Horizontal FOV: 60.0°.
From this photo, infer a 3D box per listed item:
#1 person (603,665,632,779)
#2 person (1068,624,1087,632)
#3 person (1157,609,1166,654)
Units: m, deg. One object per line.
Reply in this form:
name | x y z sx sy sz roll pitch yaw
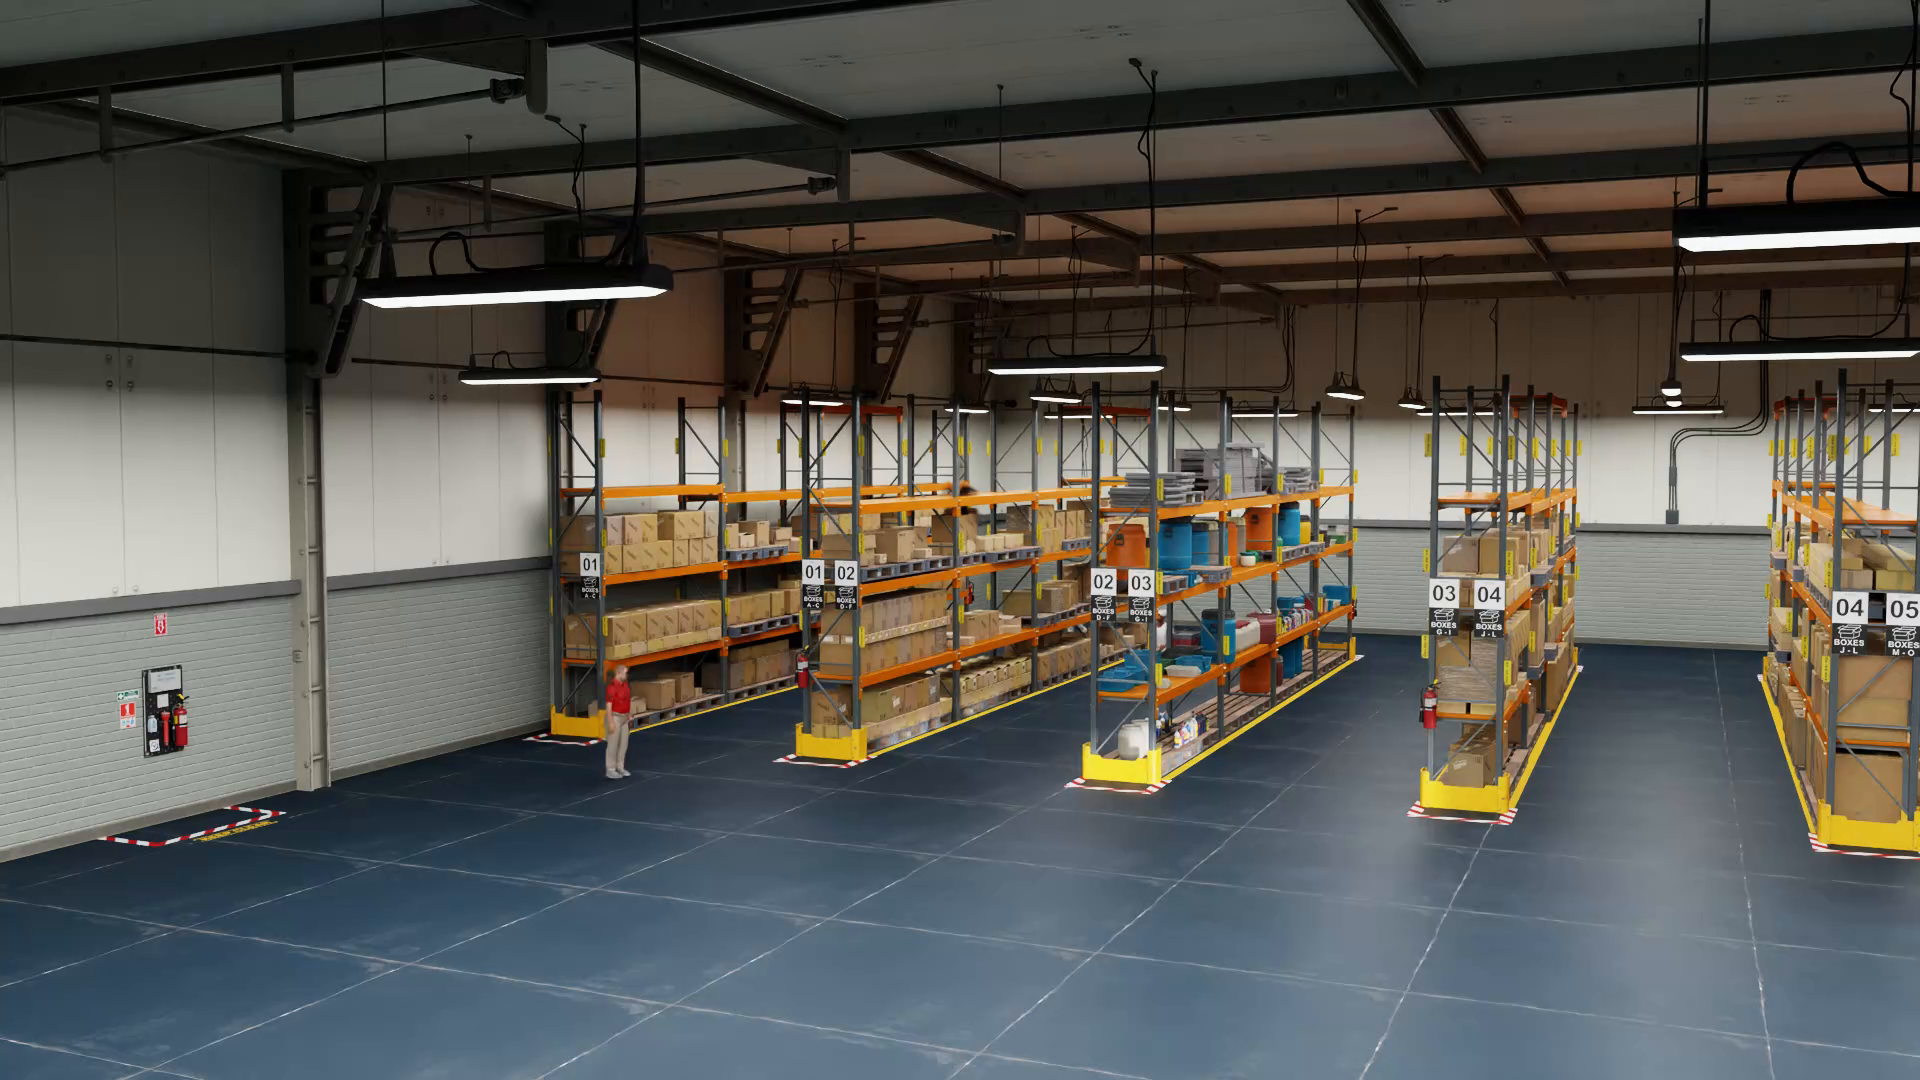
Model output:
person | -5.208 2.750 25.274 0.392 1.735 0.567 1 3 19
person | 2.991 1.777 42.494 0.859 1.768 0.648 0 3 -7
person | 4.052 2.283 33.807 0.618 1.741 1.003 1 3 23
